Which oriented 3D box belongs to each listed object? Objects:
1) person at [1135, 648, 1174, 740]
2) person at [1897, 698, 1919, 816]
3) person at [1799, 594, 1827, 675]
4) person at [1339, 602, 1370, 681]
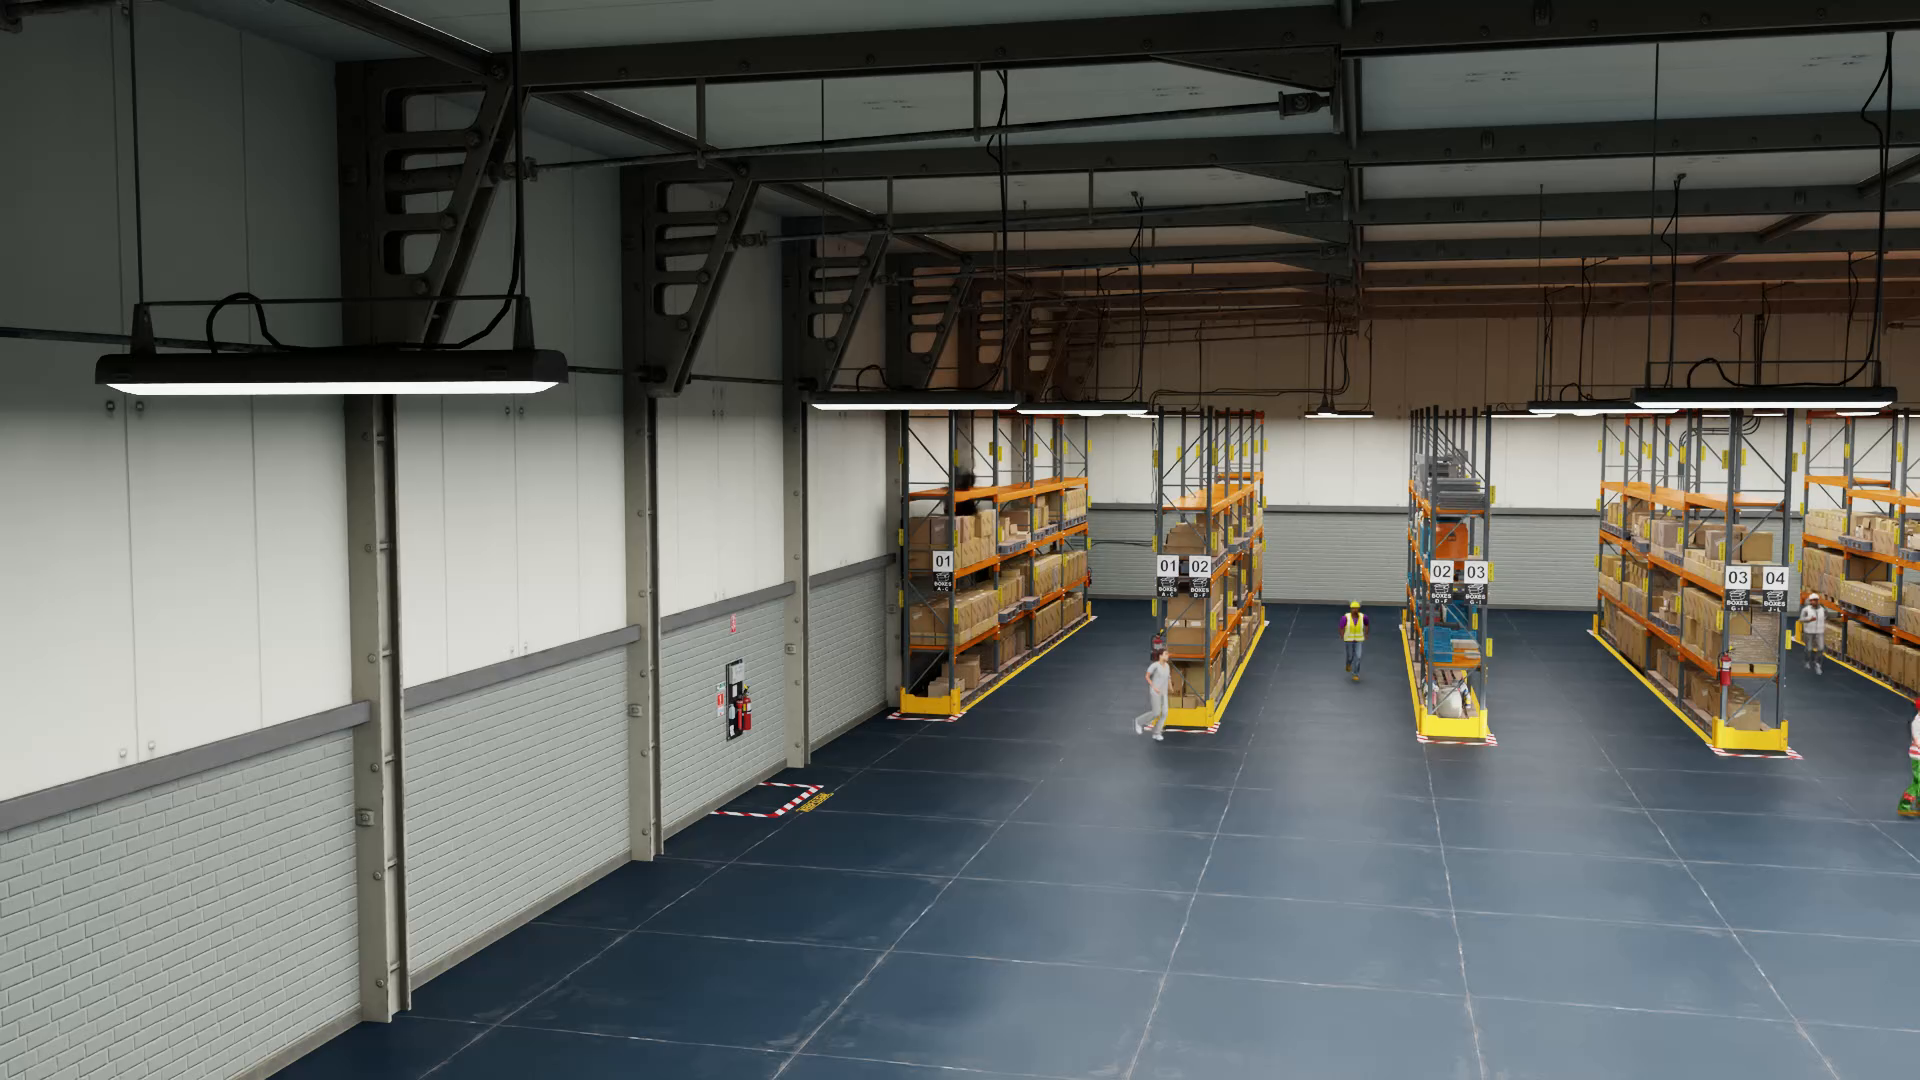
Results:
[{"bbox_3d":[3.582,2.754,30.047,0.634,1.623,0.680,-3,5,-40],"label":"person"},{"bbox_3d":[13.818,3.130,23.777,0.628,1.784,0.692,-4,6,-45],"label":"person"},{"bbox_3d":[19.390,2.130,37.764,0.640,1.831,0.729,1,4,13],"label":"person"},{"bbox_3d":[8.732,2.217,36.839,0.689,1.734,0.832,1,4,7],"label":"person"}]
